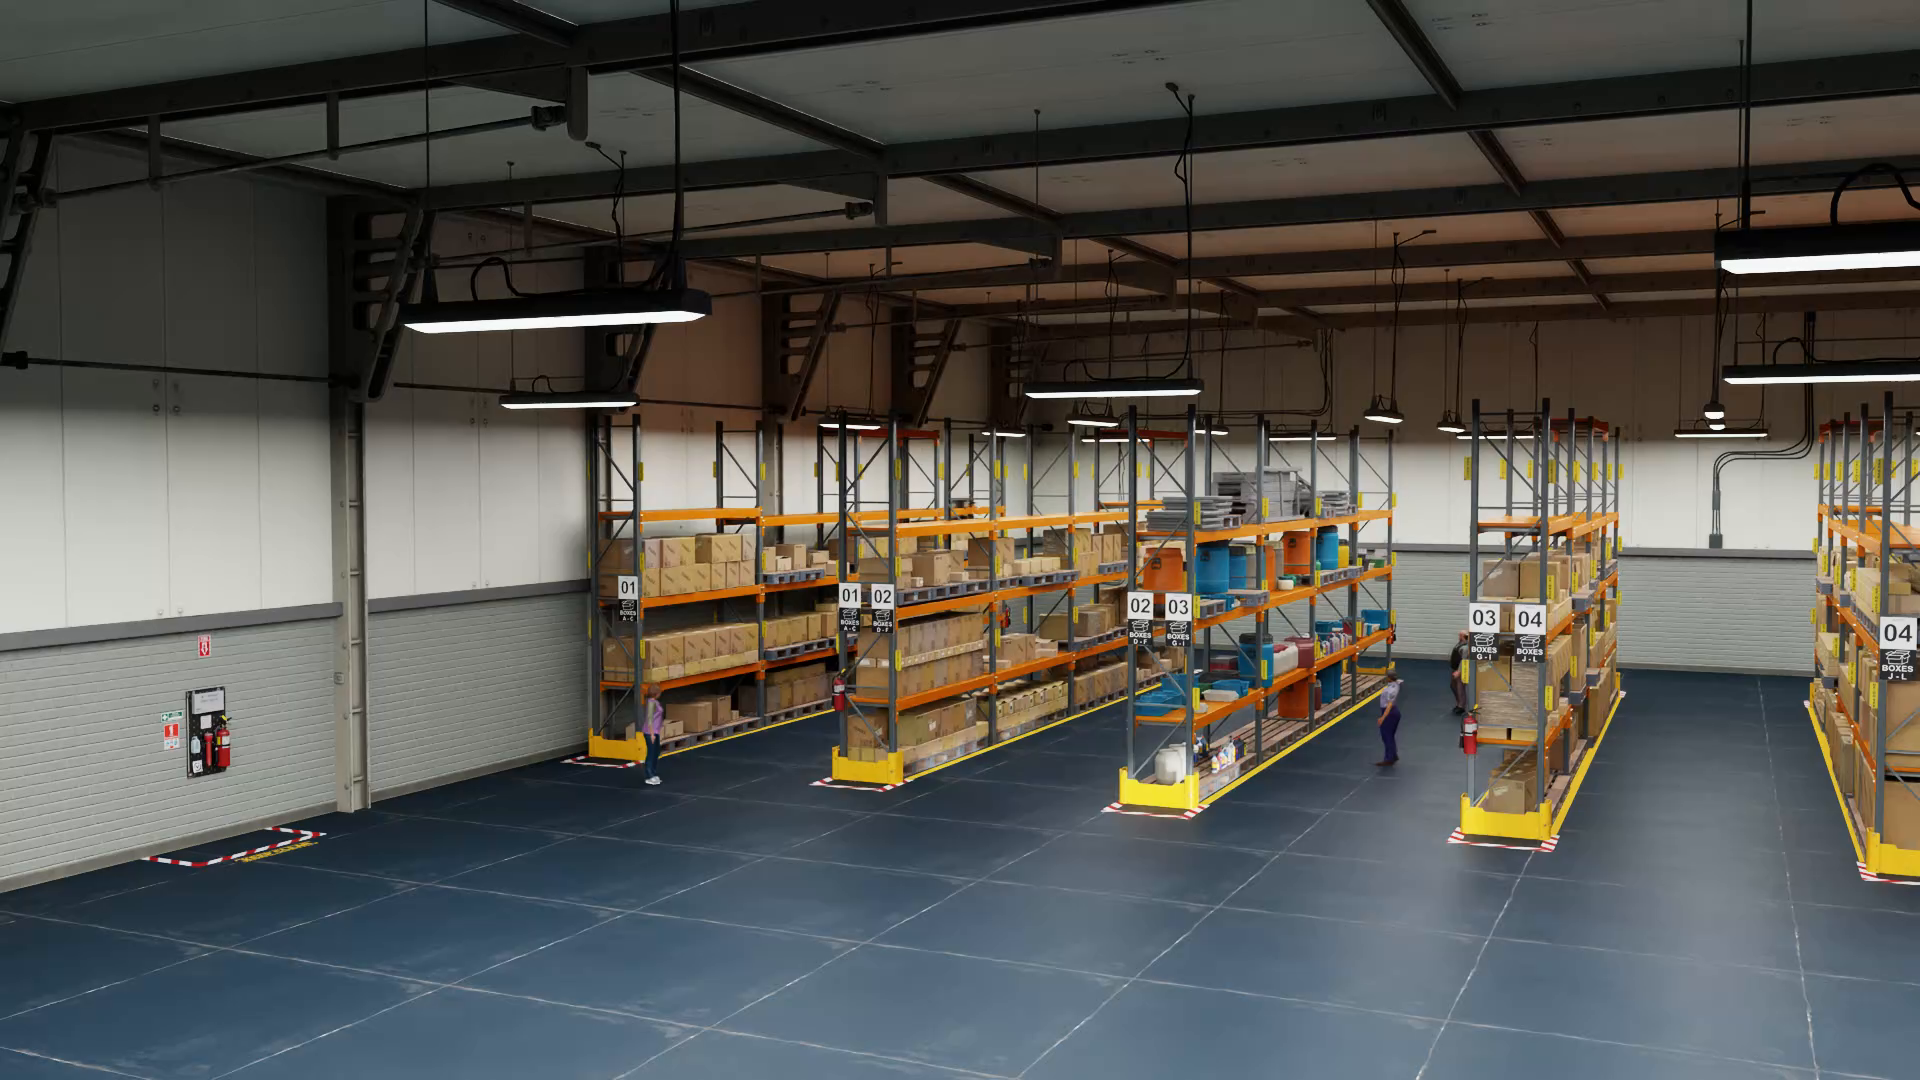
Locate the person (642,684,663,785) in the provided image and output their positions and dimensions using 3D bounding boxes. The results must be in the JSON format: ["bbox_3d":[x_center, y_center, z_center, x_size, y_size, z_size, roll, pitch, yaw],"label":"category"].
[{"bbox_3d":[-4.936,3.138,26.698,0.329,1.657,0.508,0,2,-1],"label":"person"}]

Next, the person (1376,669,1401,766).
[{"bbox_3d":[7.303,3.043,28.371,0.415,1.700,0.569,0,2,9],"label":"person"}]

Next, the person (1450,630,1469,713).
[{"bbox_3d":[10.395,2.783,34.618,0.430,1.661,0.636,0,2,-3],"label":"person"}]
